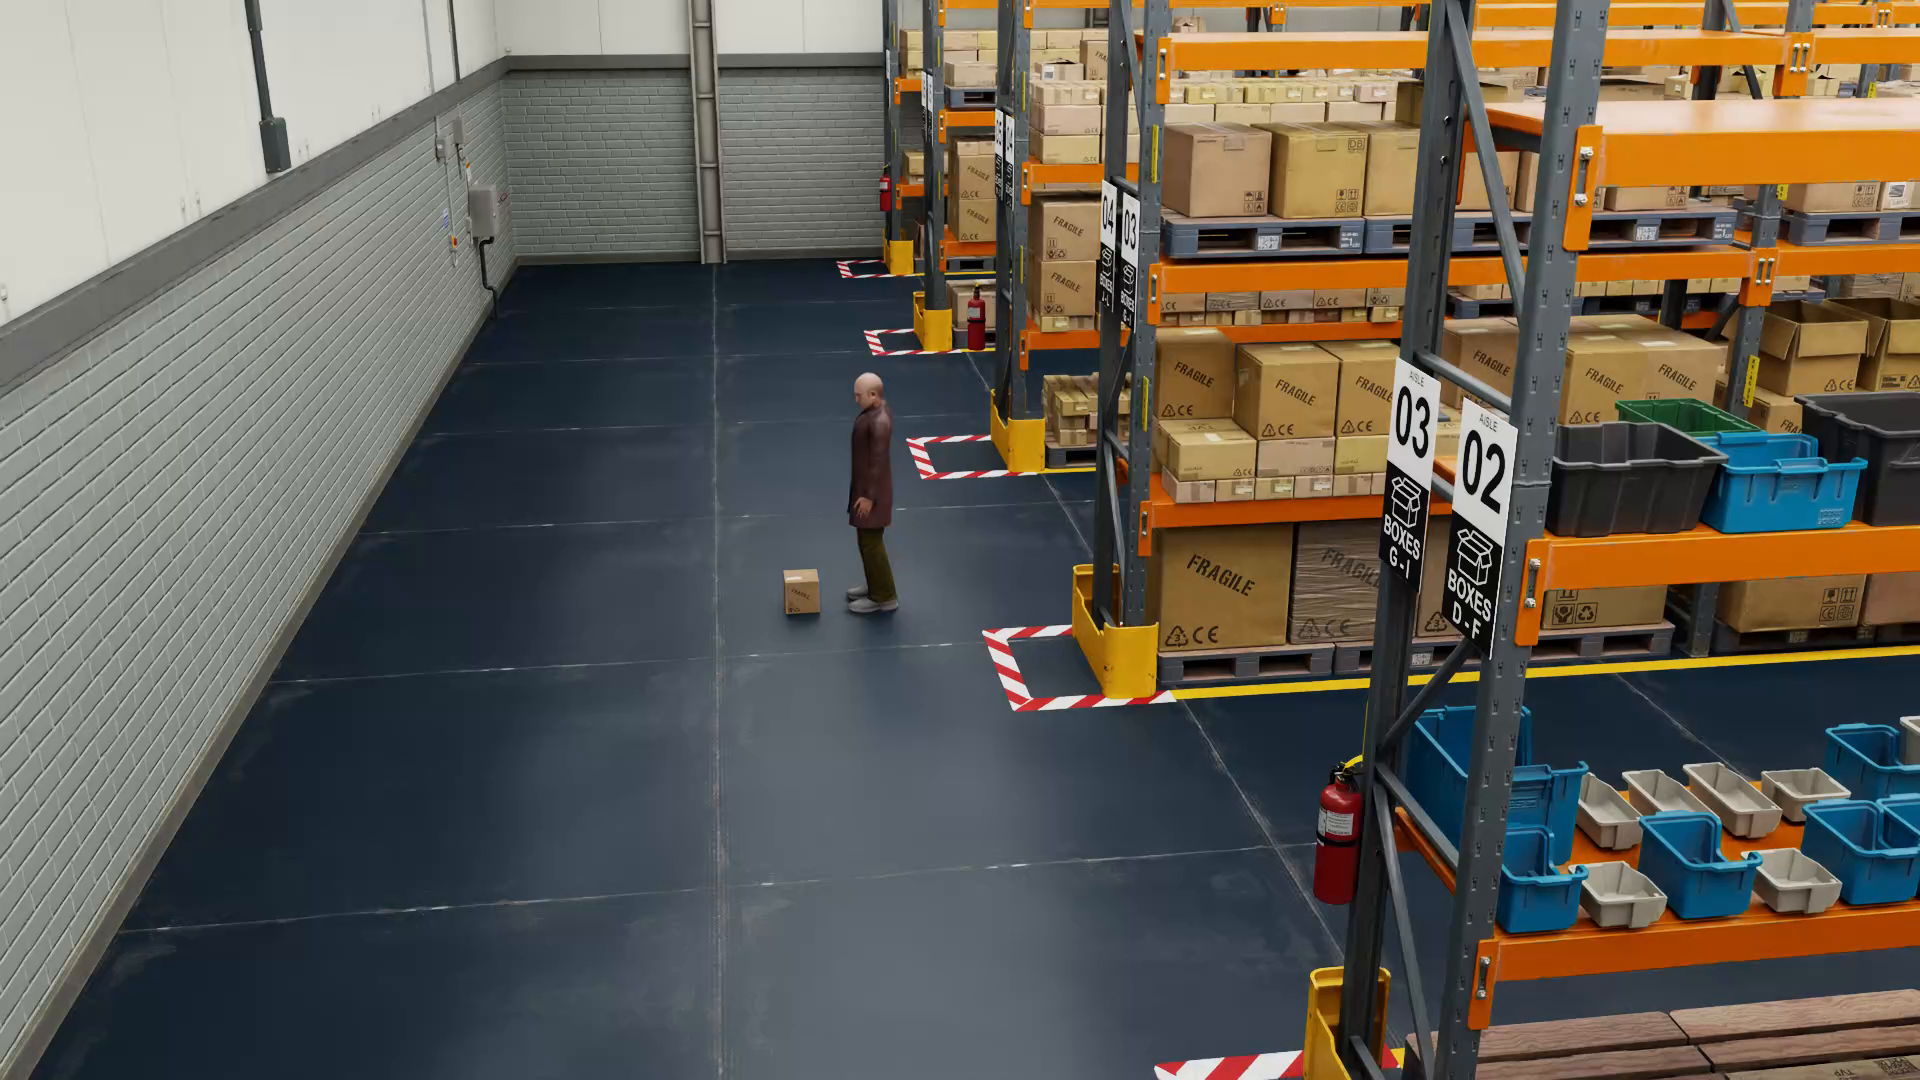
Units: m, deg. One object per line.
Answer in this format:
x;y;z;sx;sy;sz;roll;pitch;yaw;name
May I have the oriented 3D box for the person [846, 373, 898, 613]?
-0.653;-0.350;12.088;0.378;1.771;0.562;-2;20;-7;person
